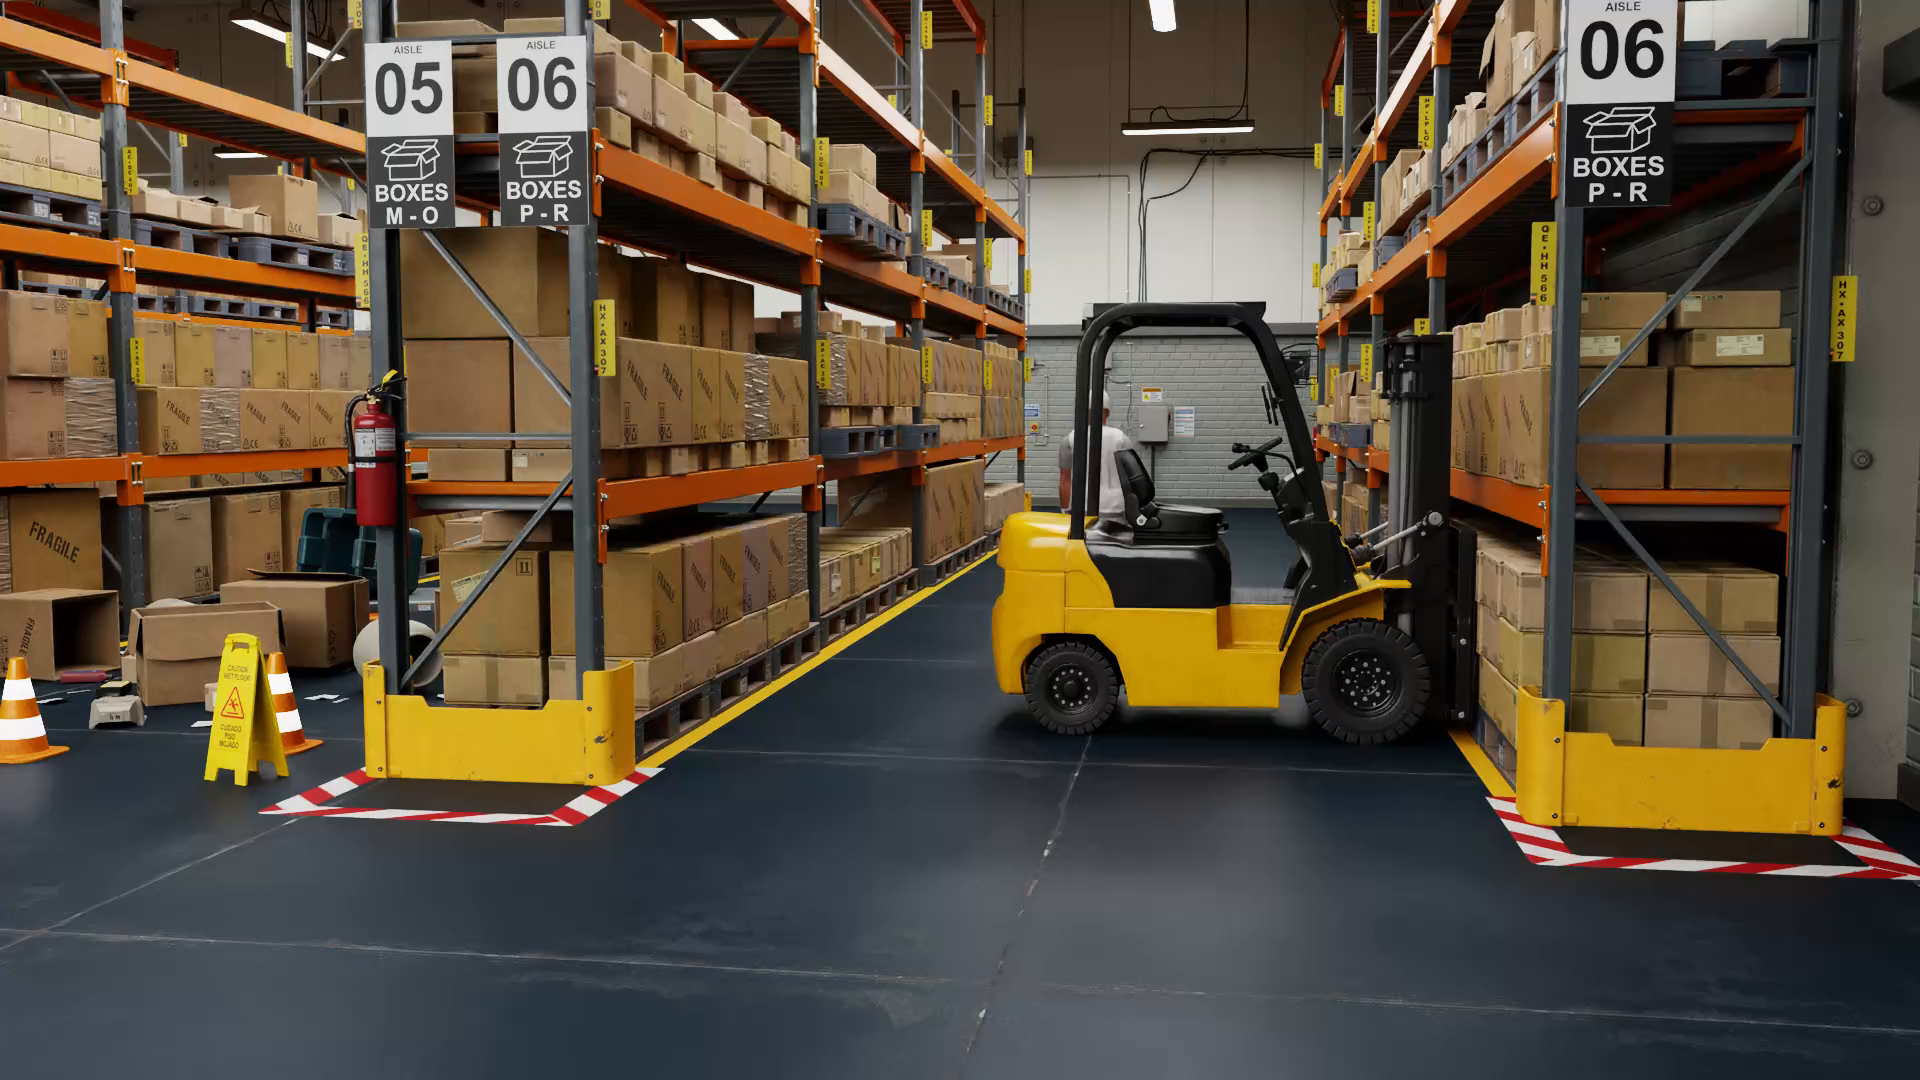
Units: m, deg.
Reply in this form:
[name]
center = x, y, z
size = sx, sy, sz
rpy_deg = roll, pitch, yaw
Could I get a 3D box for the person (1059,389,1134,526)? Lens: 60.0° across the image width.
[person]
center = 0.953, -0.165, 11.624
size = 0.525, 1.795, 0.334
rpy_deg = 1, 4, 10
